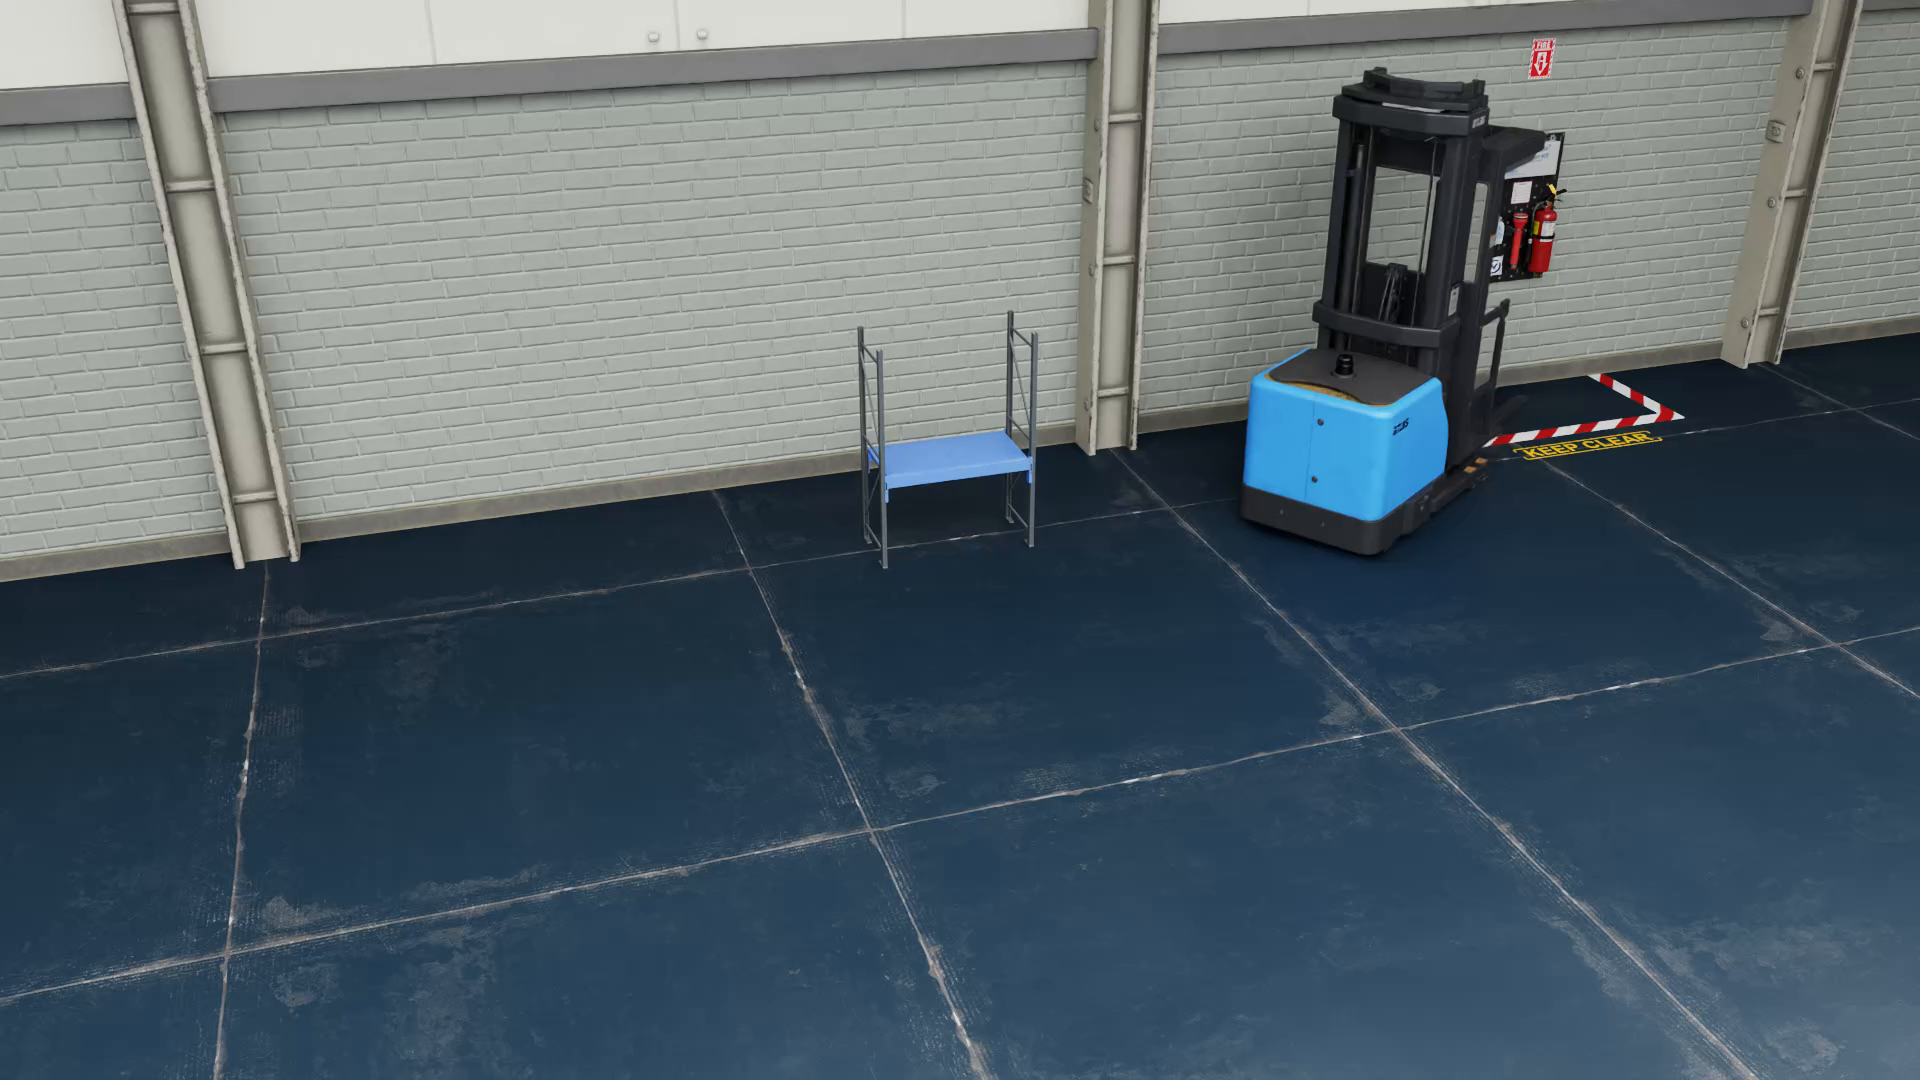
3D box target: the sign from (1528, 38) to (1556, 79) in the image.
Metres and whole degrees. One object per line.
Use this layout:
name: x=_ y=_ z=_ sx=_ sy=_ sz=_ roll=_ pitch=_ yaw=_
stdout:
sign: x=4.416 y=-3.653 z=12.623 sx=0.199 sy=0.298 sz=0.001 roll=-8 pitch=28 yaw=-16

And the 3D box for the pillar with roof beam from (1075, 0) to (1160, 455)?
pillar with roof beam: x=2.444 y=-2.939 z=7.044 sx=0.400 sy=9.000 sz=9.100 roll=-8 pitch=28 yaw=-16

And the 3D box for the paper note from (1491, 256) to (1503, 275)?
paper note: x=4.265 y=-2.184 z=13.261 sx=0.142 sy=0.148 sz=0.016 roll=-8 pitch=28 yaw=-16

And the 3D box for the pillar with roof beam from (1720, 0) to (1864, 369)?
pillar with roof beam: x=8.149 y=-3.765 z=8.708 sx=0.400 sy=9.000 sz=9.100 roll=-8 pitch=28 yaw=-16

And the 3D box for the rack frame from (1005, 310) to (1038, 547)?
rack frame: x=0.402 y=-0.730 z=11.028 sx=0.032 sy=1.500 sz=0.500 roll=-8 pitch=28 yaw=-16

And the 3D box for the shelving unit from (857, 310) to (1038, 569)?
shelving unit: x=-0.081 y=-0.660 z=10.887 sx=1.048 sy=1.500 sz=0.538 roll=-8 pitch=28 yaw=-16

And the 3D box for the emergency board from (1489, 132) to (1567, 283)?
emergency board: x=4.454 y=-2.574 z=13.056 sx=0.643 sy=1.169 sz=0.194 roll=-8 pitch=28 yaw=-16

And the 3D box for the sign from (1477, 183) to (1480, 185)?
sign: x=3.904 y=-2.792 z=12.858 sx=0.331 sy=0.109 sz=0.001 roll=-8 pitch=28 yaw=-16

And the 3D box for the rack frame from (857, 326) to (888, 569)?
rack frame: x=-0.564 y=-0.590 z=10.746 sx=0.032 sy=1.500 sz=0.500 roll=-8 pitch=28 yaw=-16

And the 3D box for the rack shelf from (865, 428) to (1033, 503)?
rack shelf: x=-0.081 y=-0.499 z=10.967 sx=1.000 sy=0.185 sz=0.538 roll=-8 pitch=28 yaw=-16

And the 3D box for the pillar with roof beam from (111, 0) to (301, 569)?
pillar with roof beam: x=-3.261 y=-2.113 z=5.380 sx=0.400 sy=9.000 sz=9.100 roll=-8 pitch=28 yaw=-16

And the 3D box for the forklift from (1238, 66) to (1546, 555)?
forklift: x=3.231 y=-1.802 z=11.577 sx=1.130 sy=2.935 sz=3.031 roll=20 pitch=33 yaw=34
